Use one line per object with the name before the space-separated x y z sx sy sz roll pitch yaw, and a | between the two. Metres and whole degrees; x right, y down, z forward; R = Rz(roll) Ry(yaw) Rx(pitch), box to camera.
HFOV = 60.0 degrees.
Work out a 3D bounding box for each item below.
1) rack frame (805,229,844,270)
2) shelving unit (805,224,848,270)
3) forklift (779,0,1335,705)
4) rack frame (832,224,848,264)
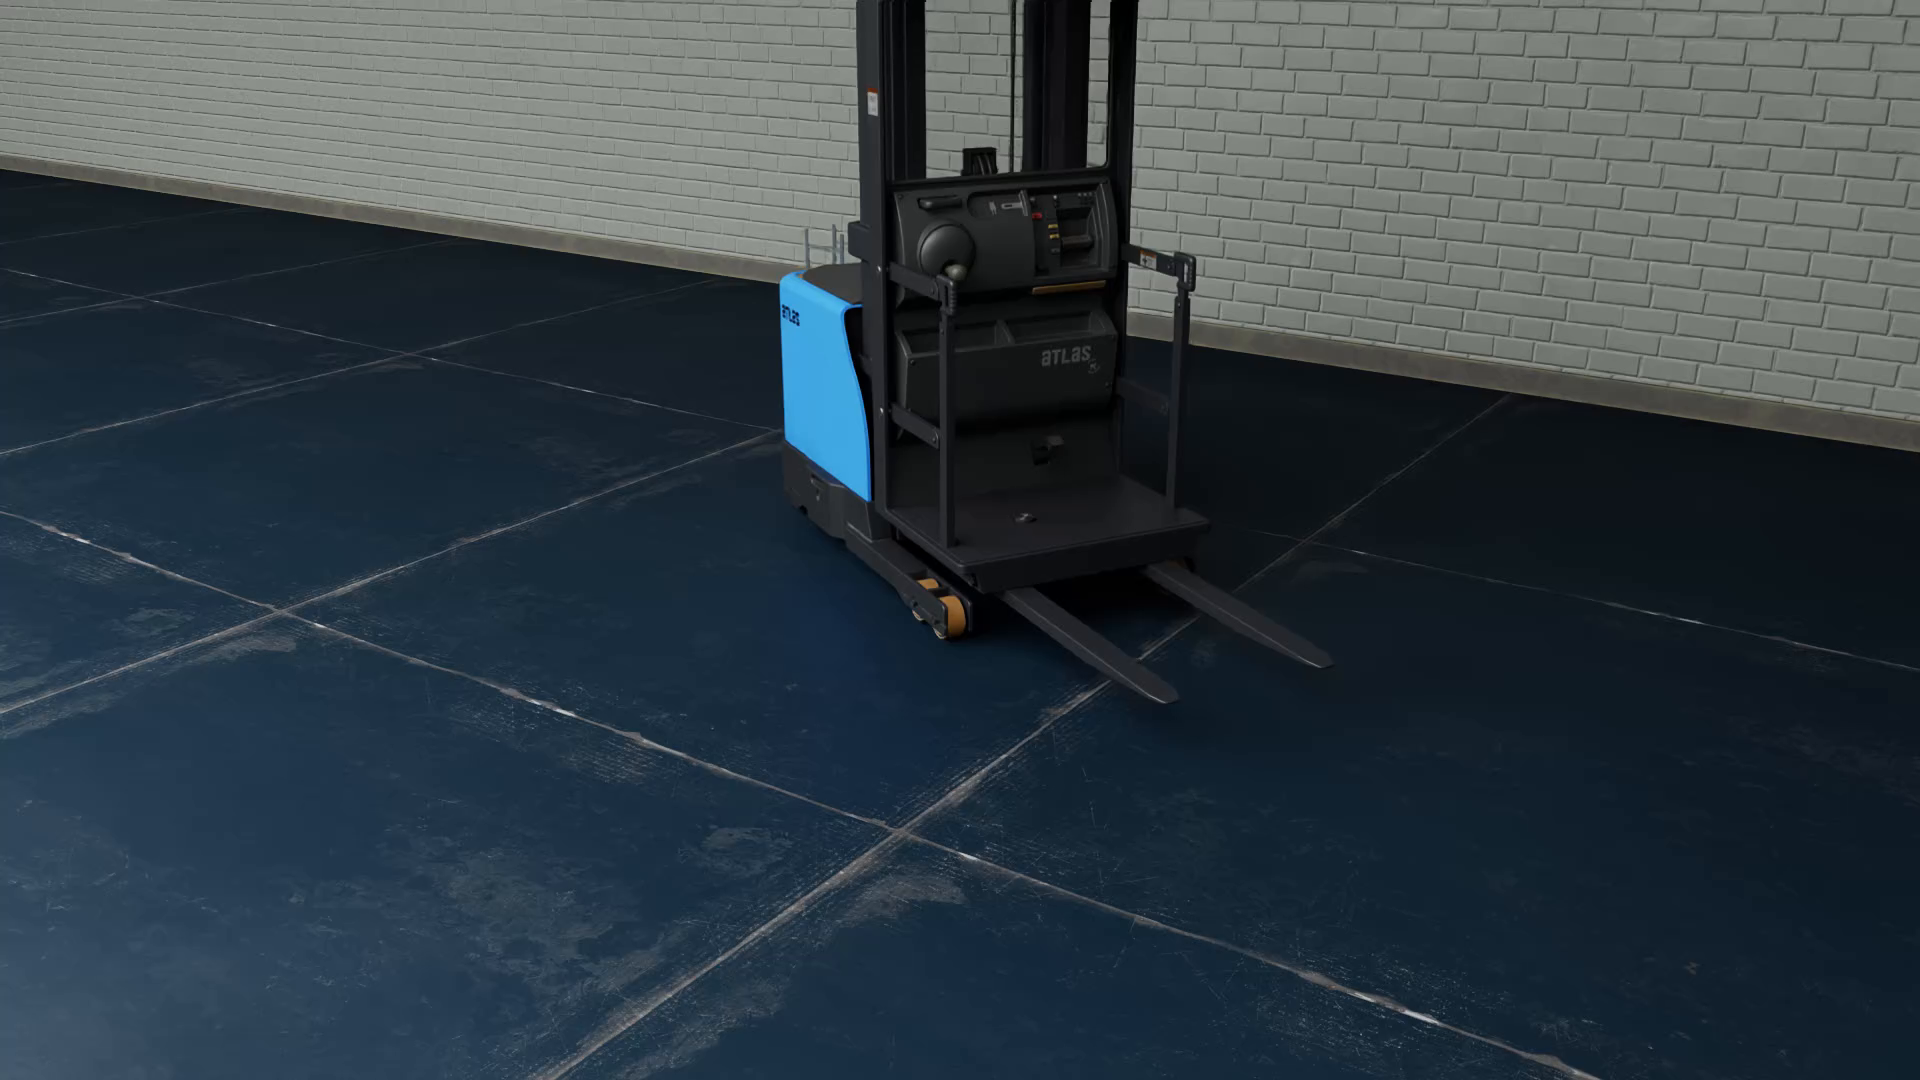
rack frame | -0.626 -0.848 7.821 0.240 1.200 0.006 16 25 36
shelving unit | -0.568 -0.872 7.888 0.258 1.200 0.189 16 25 36
forklift | 0.282 -1.174 6.214 1.130 2.935 3.031 -10 22 -24
rack frame | -0.510 -0.895 7.954 0.240 1.200 0.006 16 25 36
